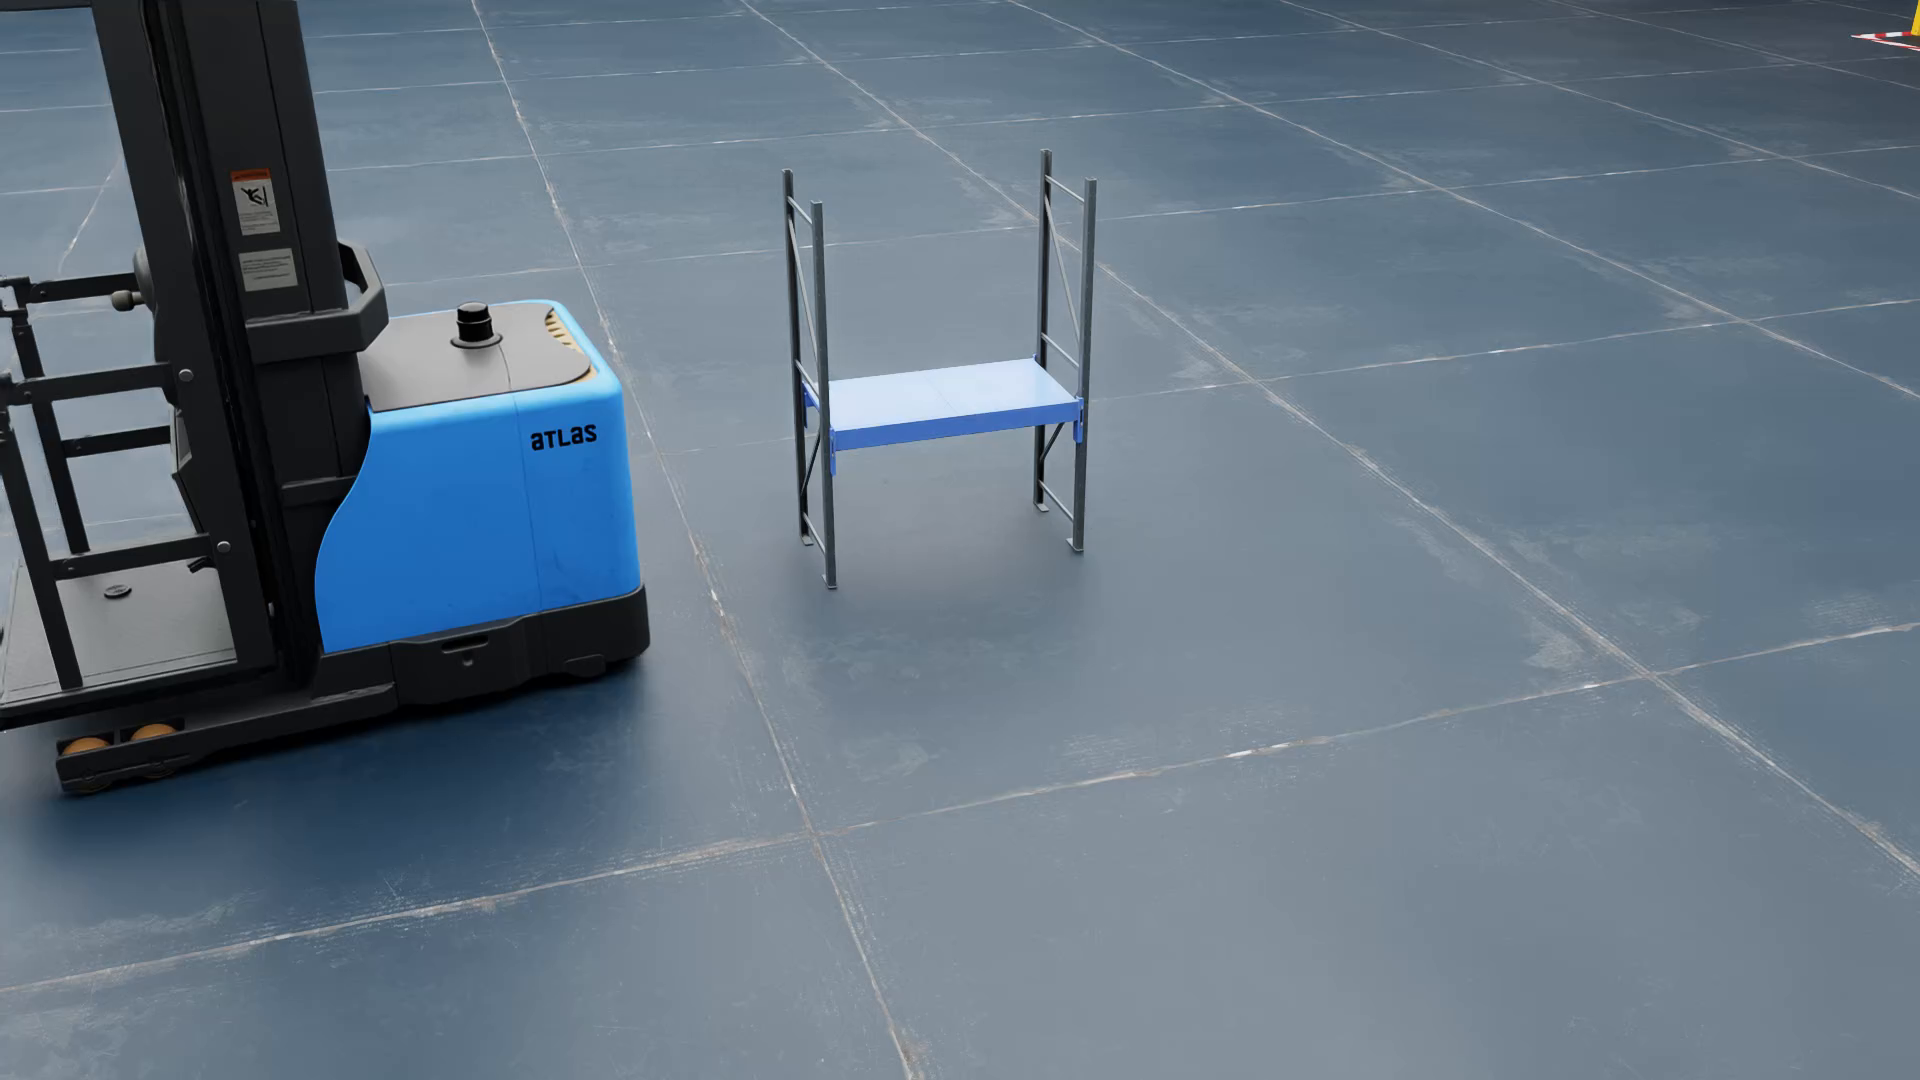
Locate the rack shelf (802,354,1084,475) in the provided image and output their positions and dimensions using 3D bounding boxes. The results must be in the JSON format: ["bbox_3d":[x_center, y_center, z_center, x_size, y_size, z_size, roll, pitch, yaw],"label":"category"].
[{"bbox_3d":[-0.081,-0.499,6.473,1.000,0.185,0.538,-8,28,-16],"label":"rack shelf"}]

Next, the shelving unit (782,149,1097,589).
[{"bbox_3d":[-0.081,-0.660,6.393,1.048,1.500,0.538,-8,28,-16],"label":"shelving unit"}]

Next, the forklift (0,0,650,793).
[{"bbox_3d":[-2.653,-0.795,5.055,3.031,2.935,1.130,-11,29,-21],"label":"forklift"}]

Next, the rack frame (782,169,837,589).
[{"bbox_3d":[-0.564,-0.590,6.252,0.032,1.500,0.500,-8,28,-16],"label":"rack frame"}]

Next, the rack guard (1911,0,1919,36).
[{"bbox_3d":[10.301,-5.321,16.905,0.348,0.500,1.175,-8,28,-16],"label":"rack guard"}]

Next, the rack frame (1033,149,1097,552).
[{"bbox_3d":[0.402,-0.730,6.534,0.032,1.500,0.500,-8,28,-16],"label":"rack frame"}]
